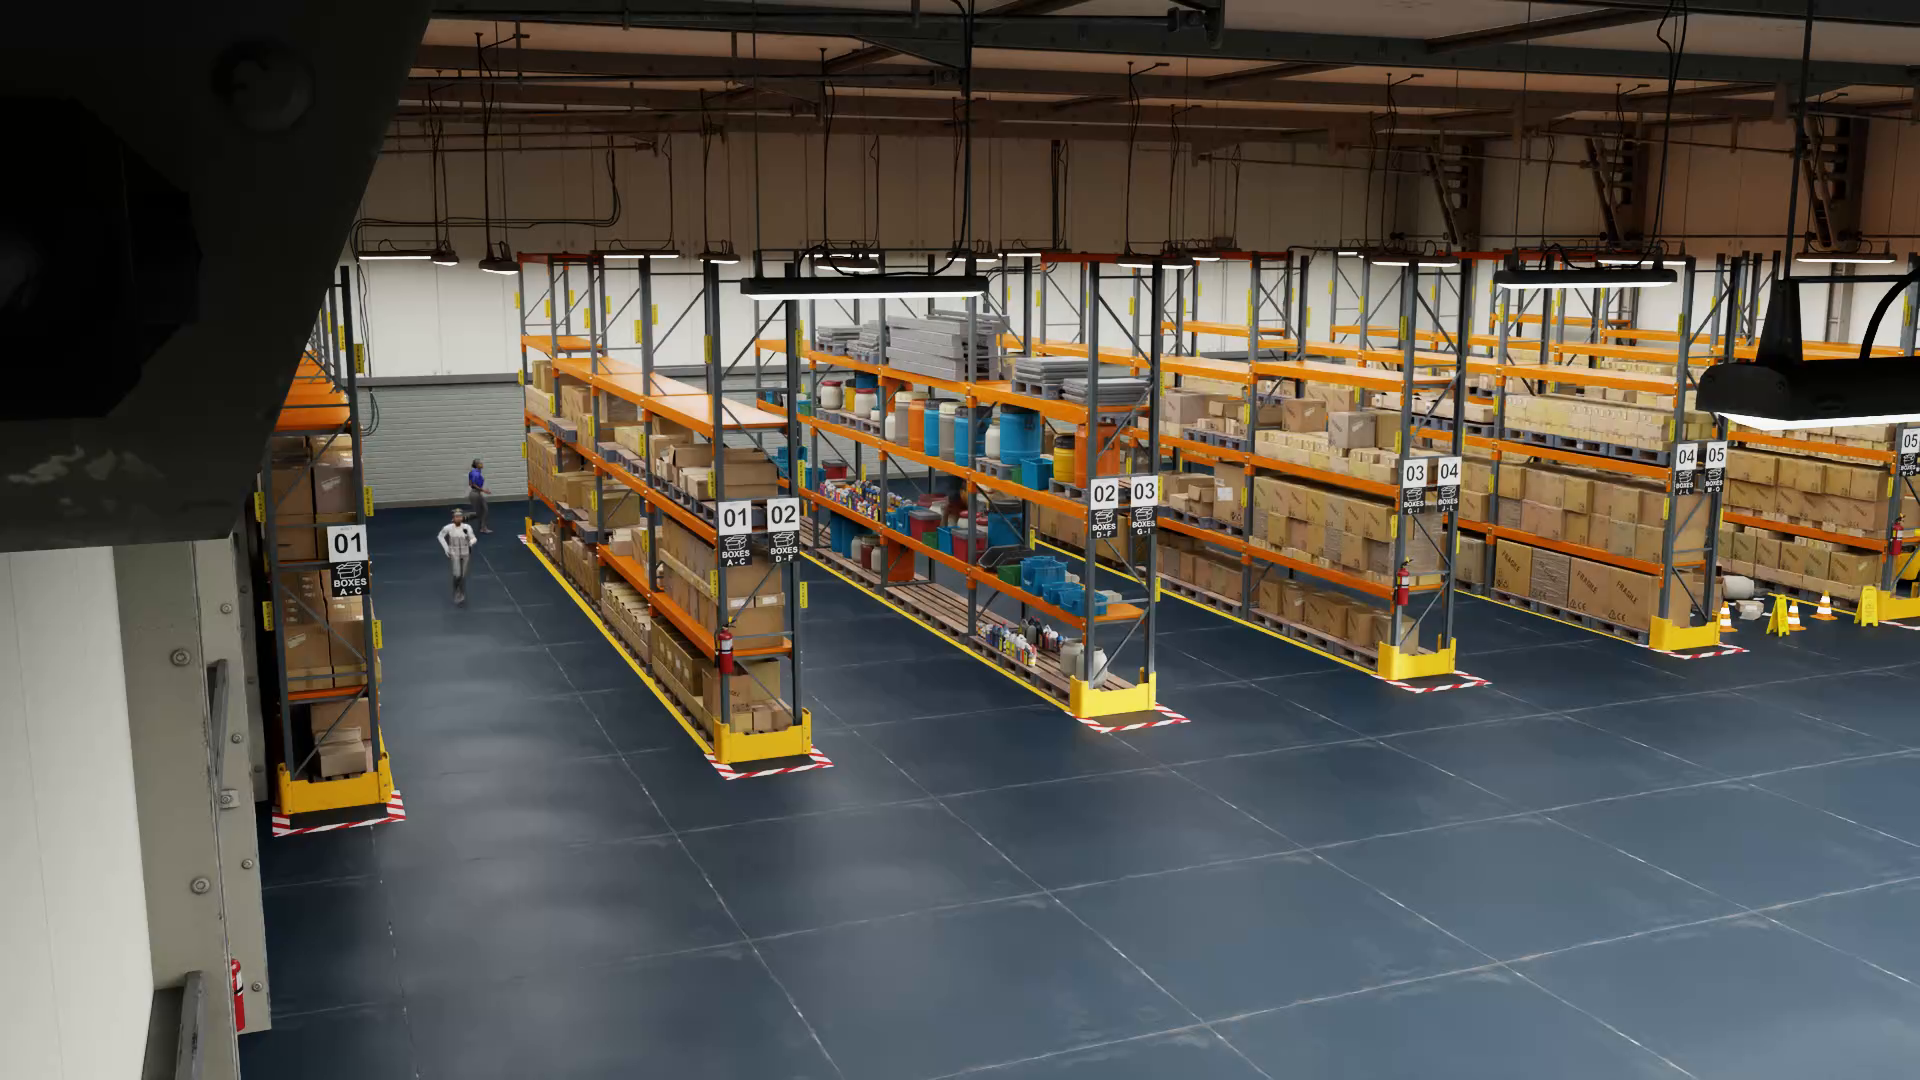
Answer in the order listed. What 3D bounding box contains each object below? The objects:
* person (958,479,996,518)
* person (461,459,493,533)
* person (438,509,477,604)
[{"bbox_3d":[0.376,-0.868,35.203,0.828,1.703,0.691,2,10,8],"label":"person"},{"bbox_3d":[-10.463,-0.921,35.670,0.783,1.616,0.561,-4,11,-20],"label":"person"},{"bbox_3d":[-8.693,0.283,28.871,0.629,1.666,0.634,-5,11,-23],"label":"person"}]
